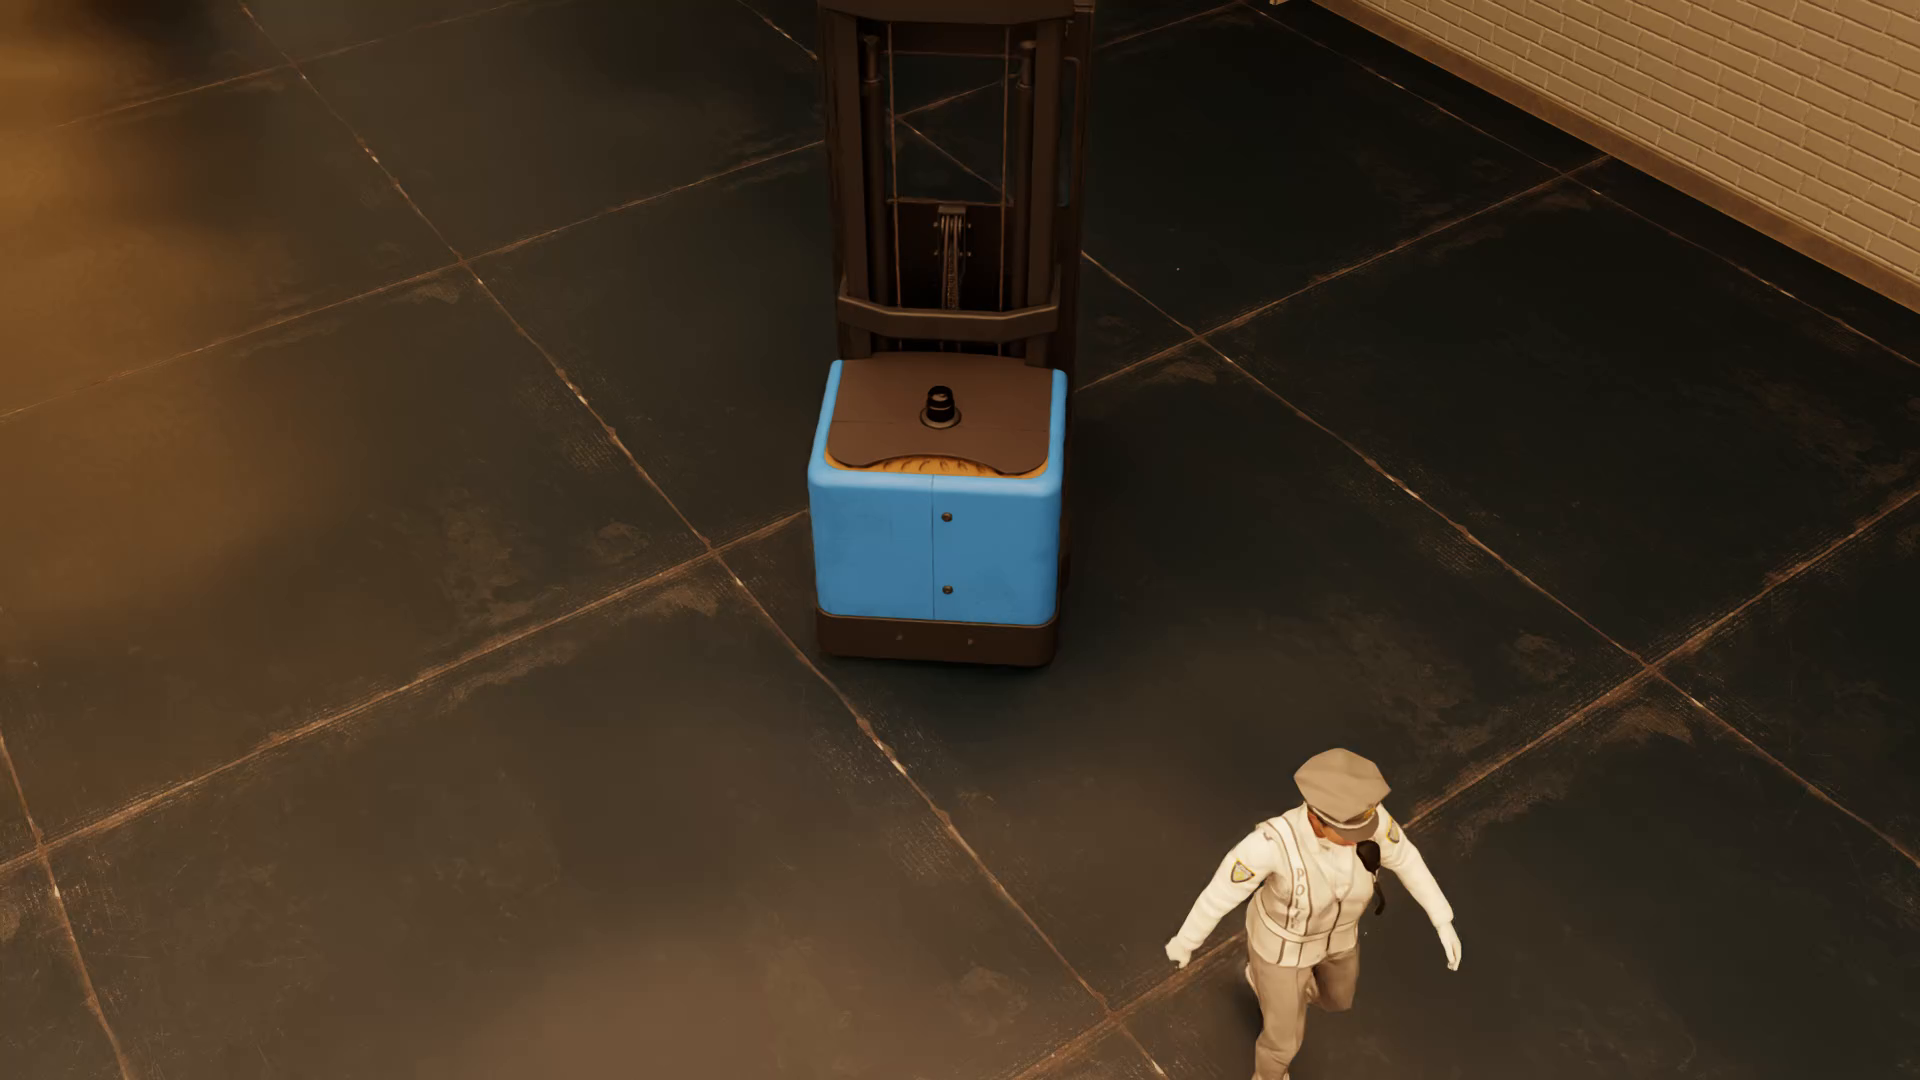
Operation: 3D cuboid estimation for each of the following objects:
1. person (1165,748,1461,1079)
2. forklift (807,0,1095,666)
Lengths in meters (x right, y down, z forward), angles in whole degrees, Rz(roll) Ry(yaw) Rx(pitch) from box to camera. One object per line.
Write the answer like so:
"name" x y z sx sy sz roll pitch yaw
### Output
"person" 1.088 1.273 5.288 0.787 1.652 0.638 -18 46 -19
"forklift" 0.003 -1.523 7.369 1.130 2.935 3.031 3 43 3
